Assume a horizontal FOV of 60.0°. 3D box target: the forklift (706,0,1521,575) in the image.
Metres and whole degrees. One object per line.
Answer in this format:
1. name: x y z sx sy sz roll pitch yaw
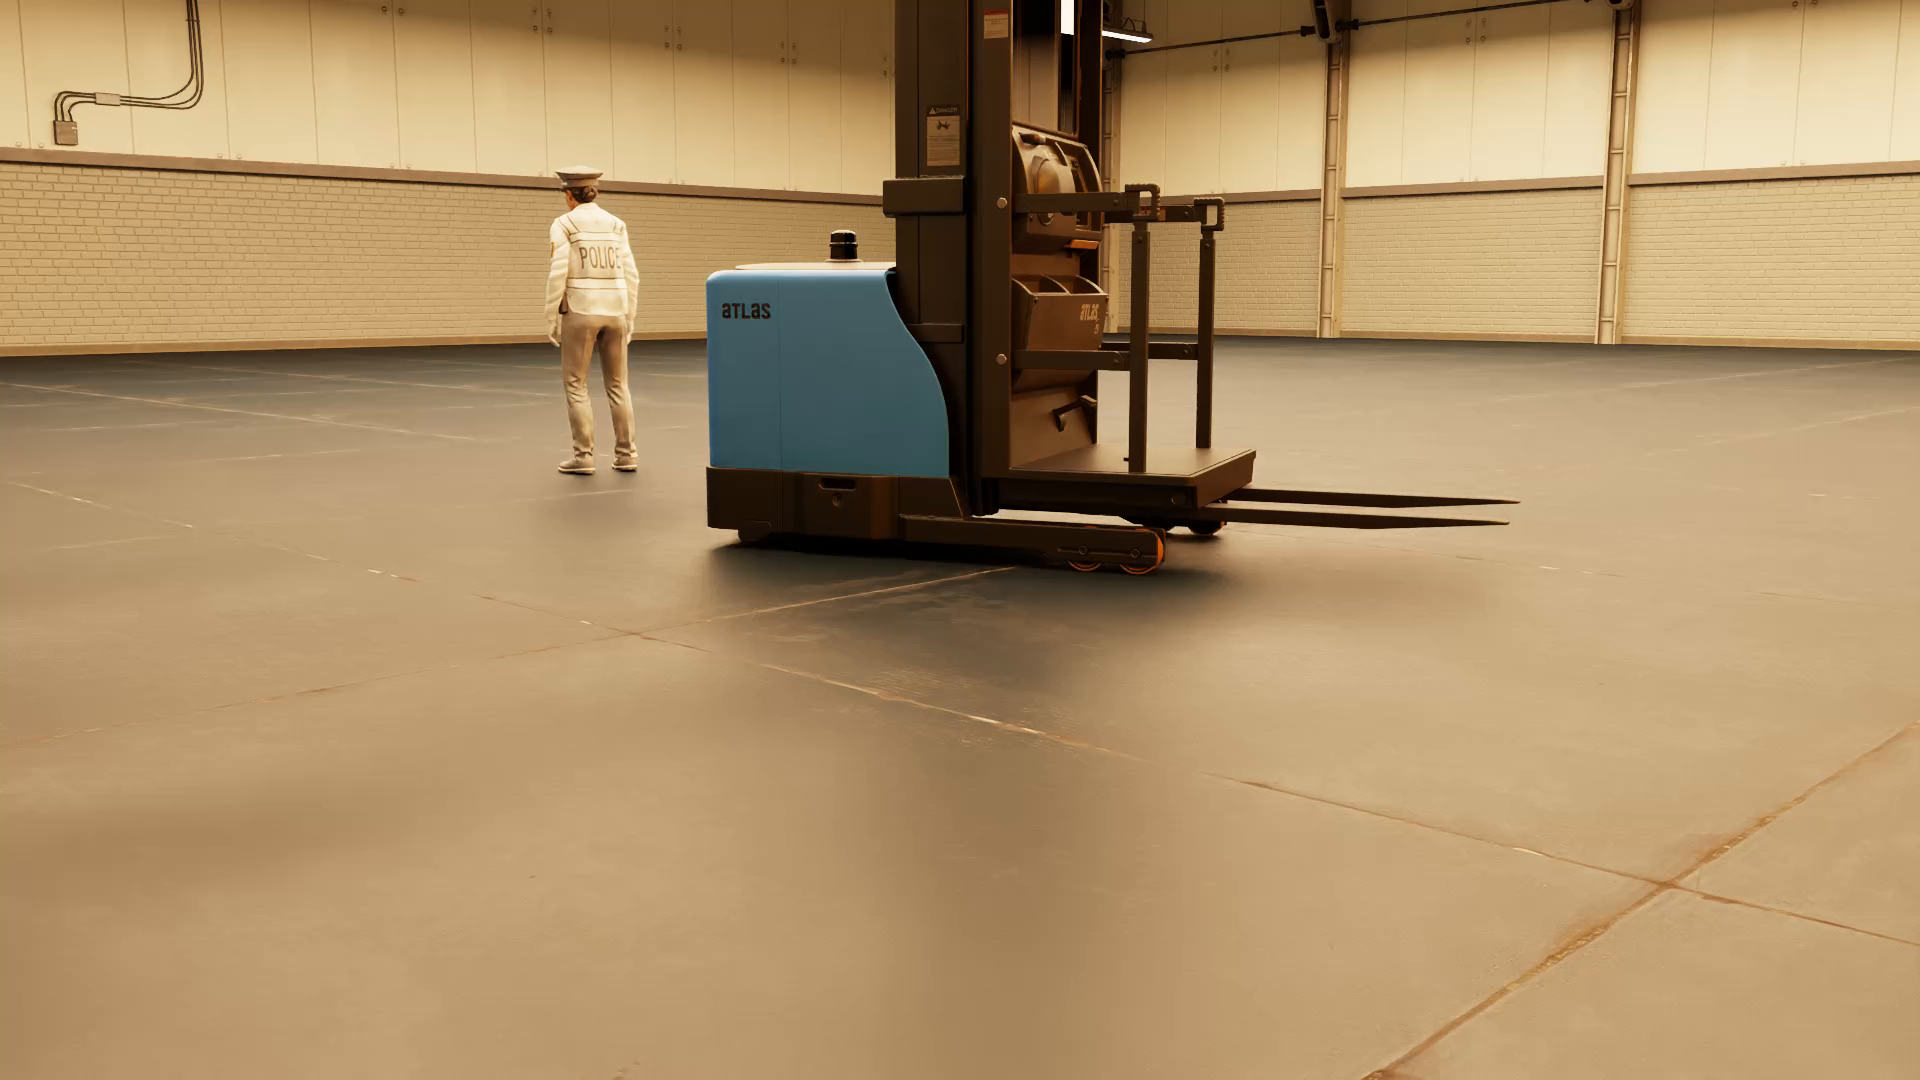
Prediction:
1. forklift: 0.565 -1.416 6.275 3.031 2.935 1.130 3 9 22

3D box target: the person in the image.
1. person: -2.014 -1.199 9.103 0.529 1.664 0.376 -6 11 -37
